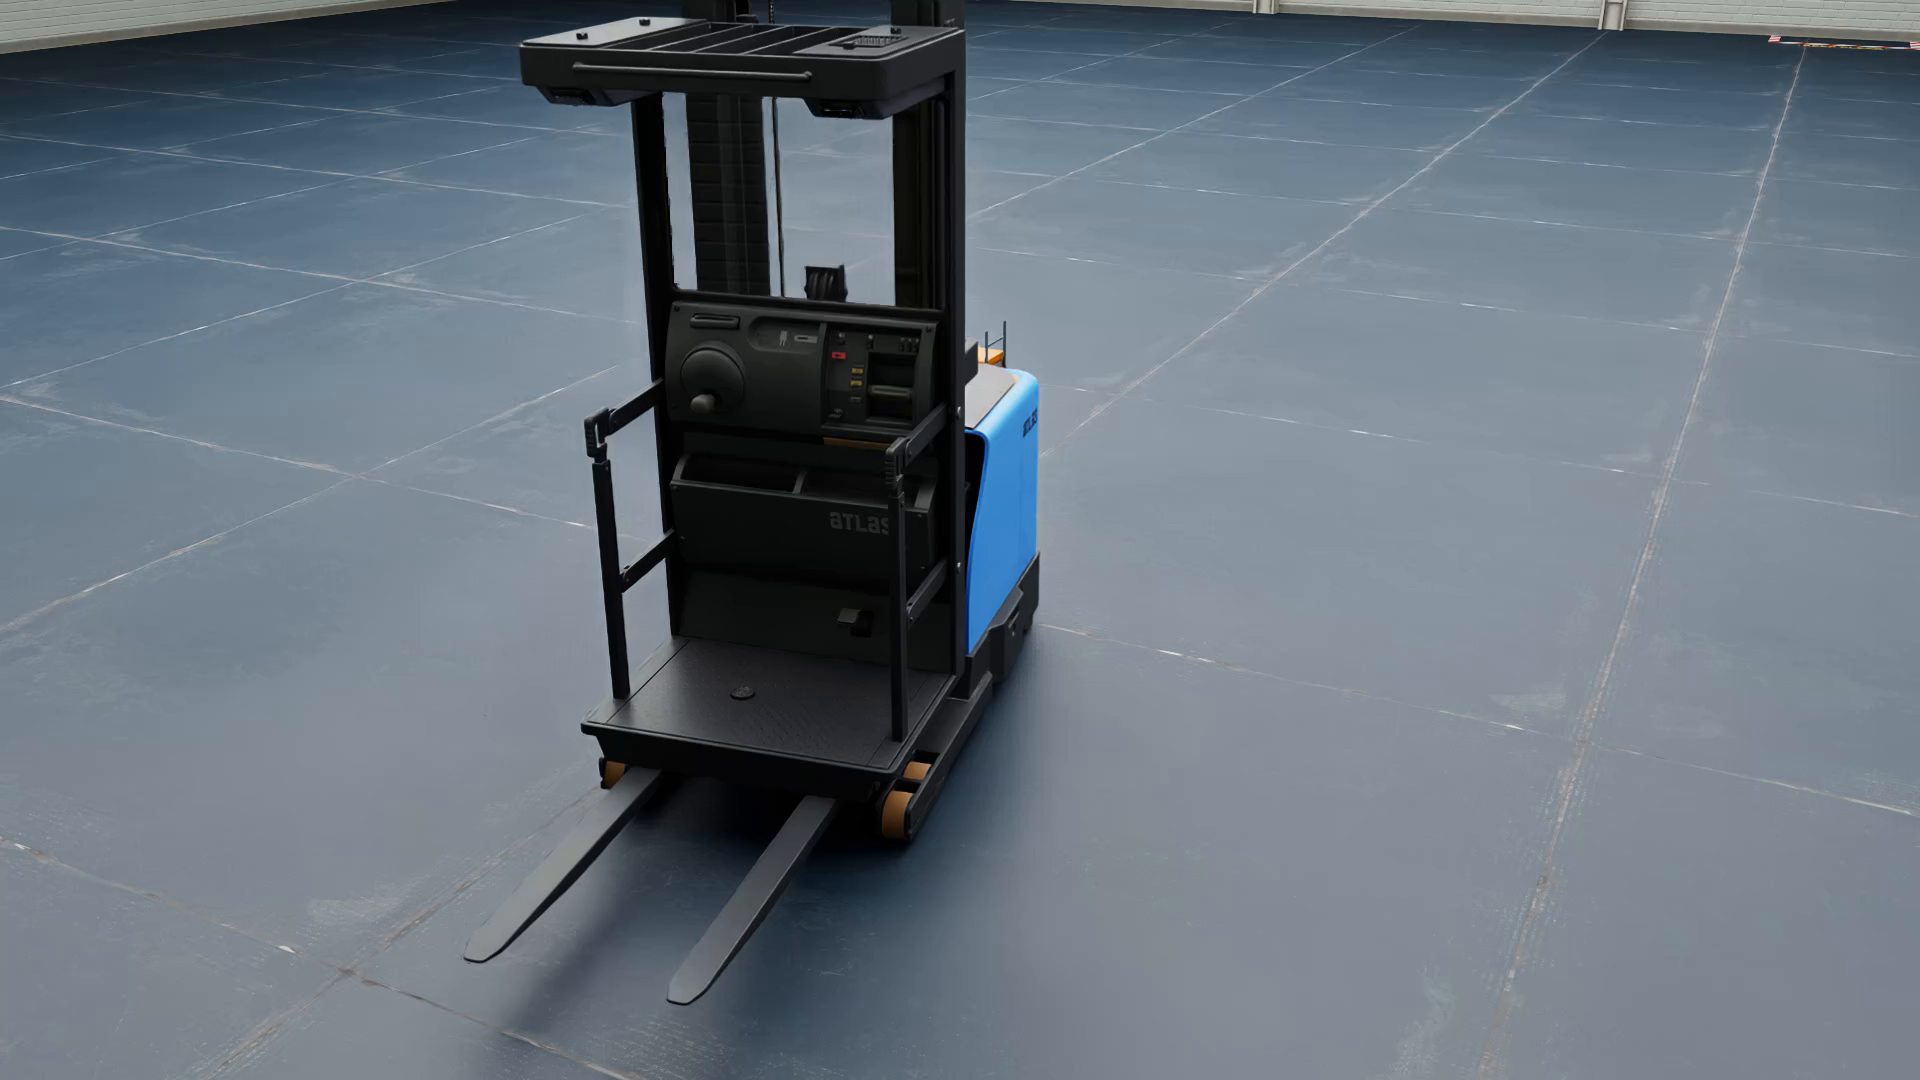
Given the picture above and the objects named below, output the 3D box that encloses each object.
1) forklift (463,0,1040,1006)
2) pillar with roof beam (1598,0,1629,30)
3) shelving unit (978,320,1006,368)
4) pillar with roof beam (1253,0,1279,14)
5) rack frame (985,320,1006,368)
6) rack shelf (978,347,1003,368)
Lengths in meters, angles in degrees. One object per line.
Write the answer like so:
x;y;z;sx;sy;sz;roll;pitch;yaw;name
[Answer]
-0.589;-0.537;5.268;1.130;2.935;3.031;7;24;16;forklift
9.009;-11.230;22.658;0.400;9.000;9.100;11;25;25;pillar with roof beam
0.048;-0.474;7.522;0.252;1.050;0.215;11;25;25;shelving unit
3.655;-12.290;25.149;0.400;9.000;9.100;11;25;25;pillar with roof beam
0.157;-0.452;7.472;0.008;1.050;0.200;11;25;25;rack frame
0.048;-0.725;7.415;0.240;0.259;0.215;11;25;25;rack shelf
